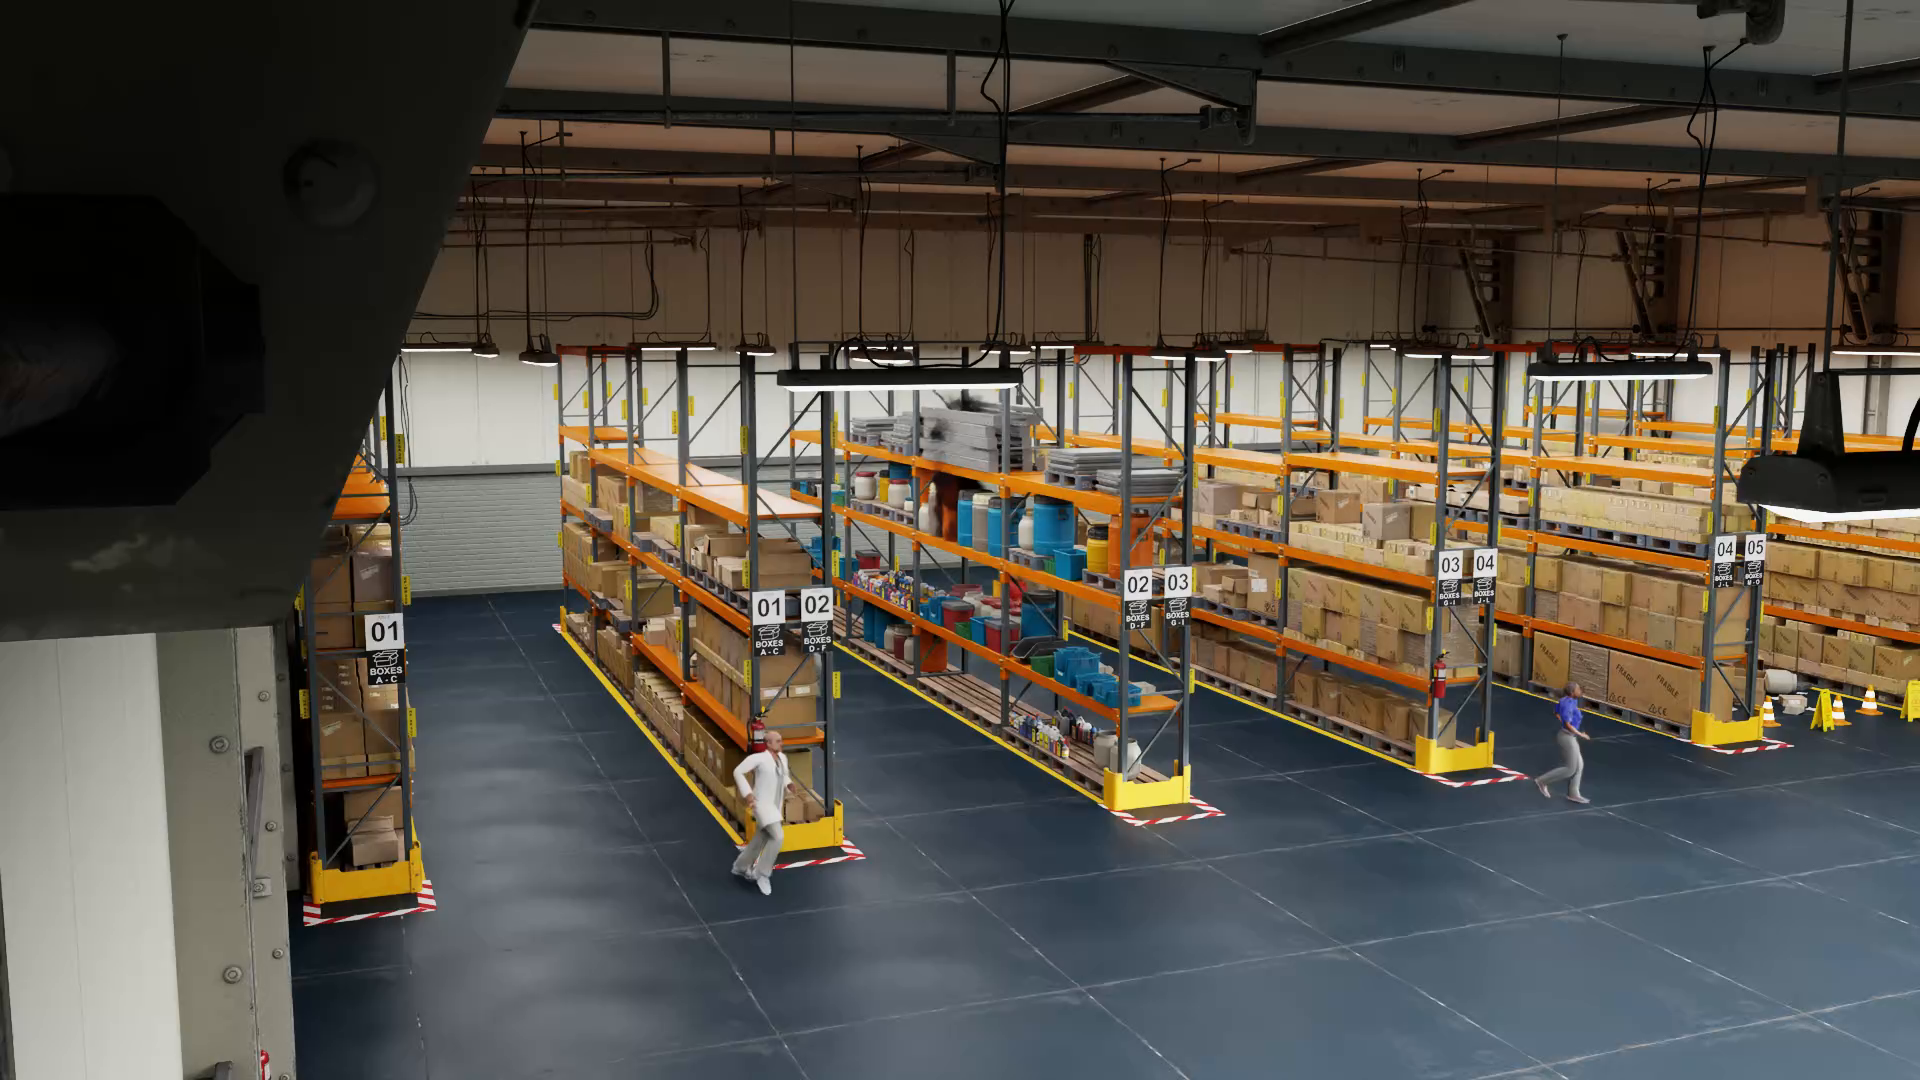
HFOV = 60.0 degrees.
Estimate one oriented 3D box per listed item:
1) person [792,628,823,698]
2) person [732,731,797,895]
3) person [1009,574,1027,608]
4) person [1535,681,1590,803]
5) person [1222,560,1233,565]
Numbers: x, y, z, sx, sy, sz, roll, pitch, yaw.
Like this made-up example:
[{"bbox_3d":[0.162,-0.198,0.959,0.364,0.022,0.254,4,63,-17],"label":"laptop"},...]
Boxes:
[{"bbox_3d":[-2.630,1.868,28.726,0.585,1.719,0.708,-4,8,-28],"label":"person"},{"bbox_3d":[-2.222,3.073,19.014,0.810,1.786,0.728,4,8,29],"label":"person"},{"bbox_3d":[1.098,1.416,32.000,0.664,1.726,0.954,-5,9,-32],"label":"person"},{"bbox_3d":[8.102,2.710,22.308,0.726,1.645,0.603,2,7,13],"label":"person"},{"bbox_3d":[5.414,1.230,33.663,0.579,1.692,0.851,-4,8,-30],"label":"person"}]
